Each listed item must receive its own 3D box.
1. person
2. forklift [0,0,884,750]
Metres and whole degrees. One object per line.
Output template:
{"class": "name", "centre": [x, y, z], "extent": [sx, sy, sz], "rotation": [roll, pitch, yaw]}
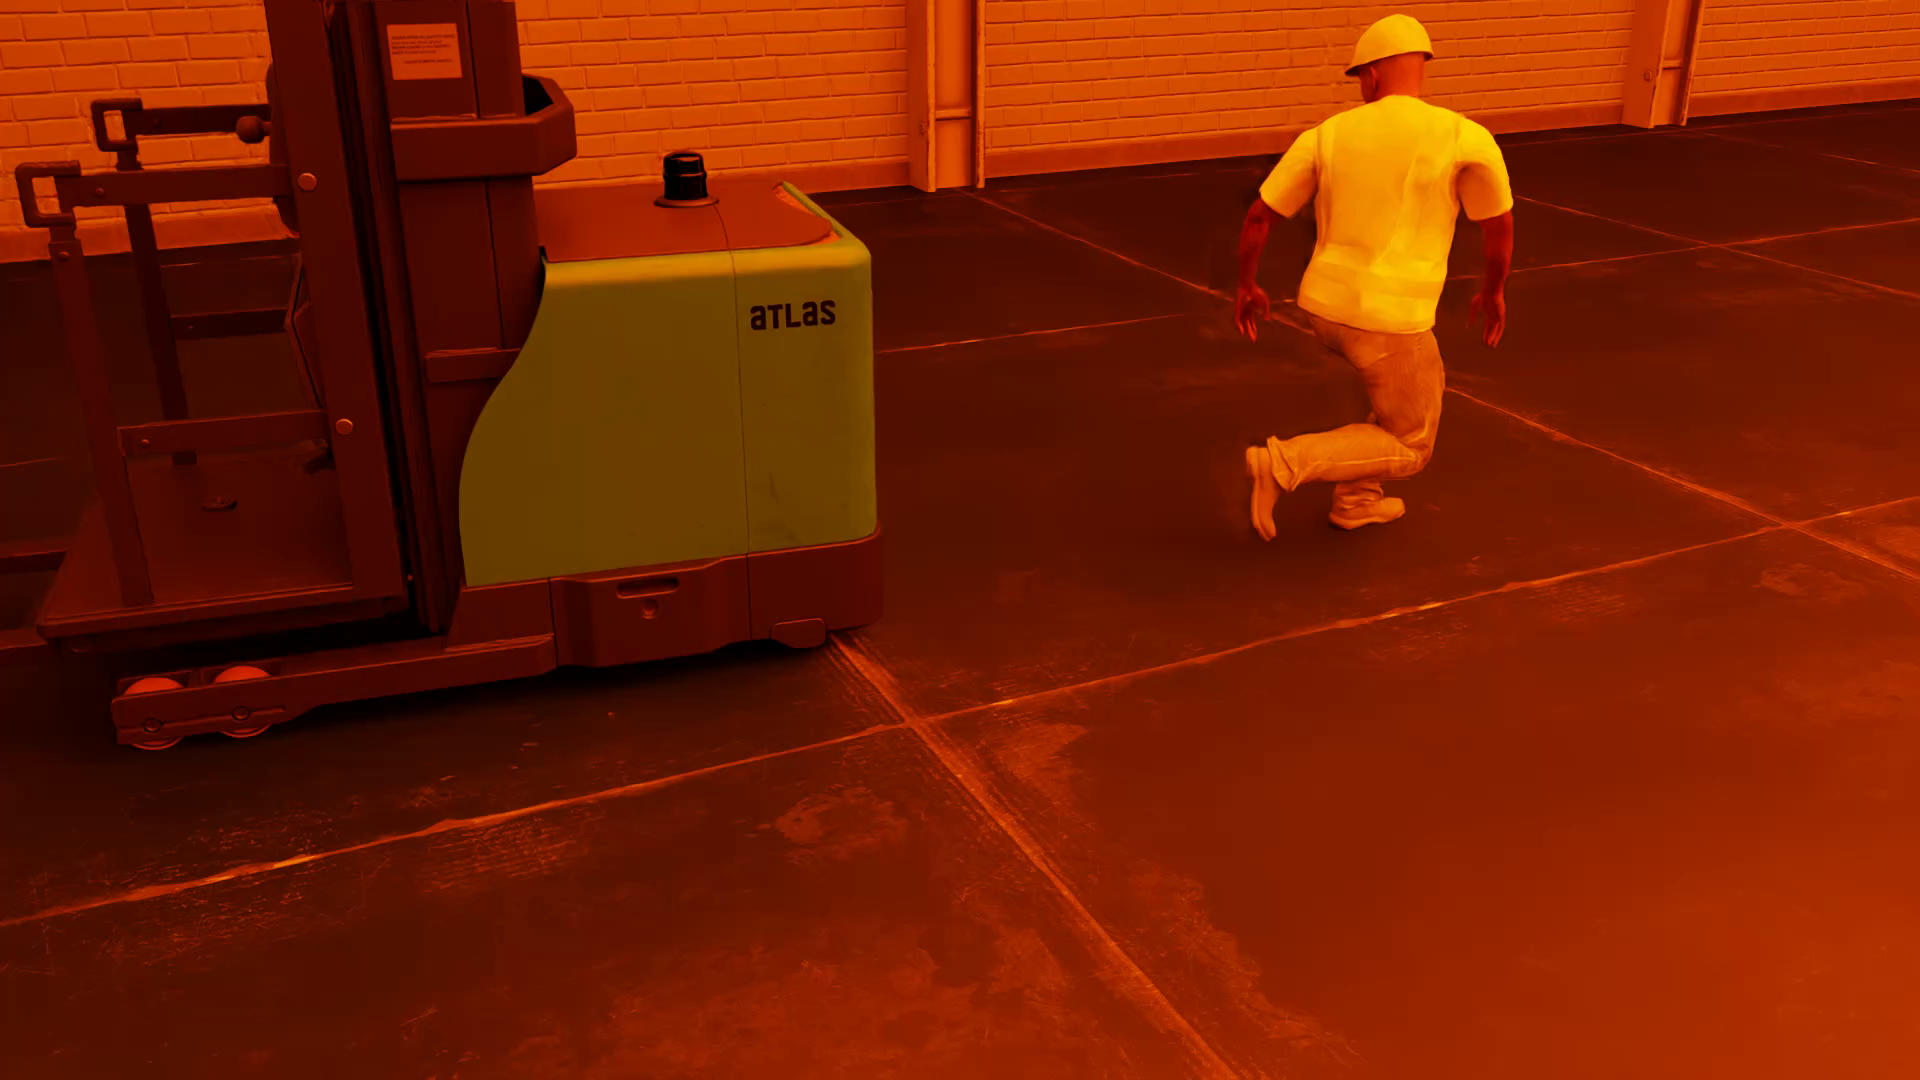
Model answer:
{"class": "person", "centre": [1.175, -0.751, 4.949], "extent": [0.814, 1.538, 0.691], "rotation": [-13, 26, -28]}
{"class": "forklift", "centre": [-1.780, -1.086, 3.900], "extent": [3.031, 2.935, 1.130], "rotation": [-7, 24, -16]}
